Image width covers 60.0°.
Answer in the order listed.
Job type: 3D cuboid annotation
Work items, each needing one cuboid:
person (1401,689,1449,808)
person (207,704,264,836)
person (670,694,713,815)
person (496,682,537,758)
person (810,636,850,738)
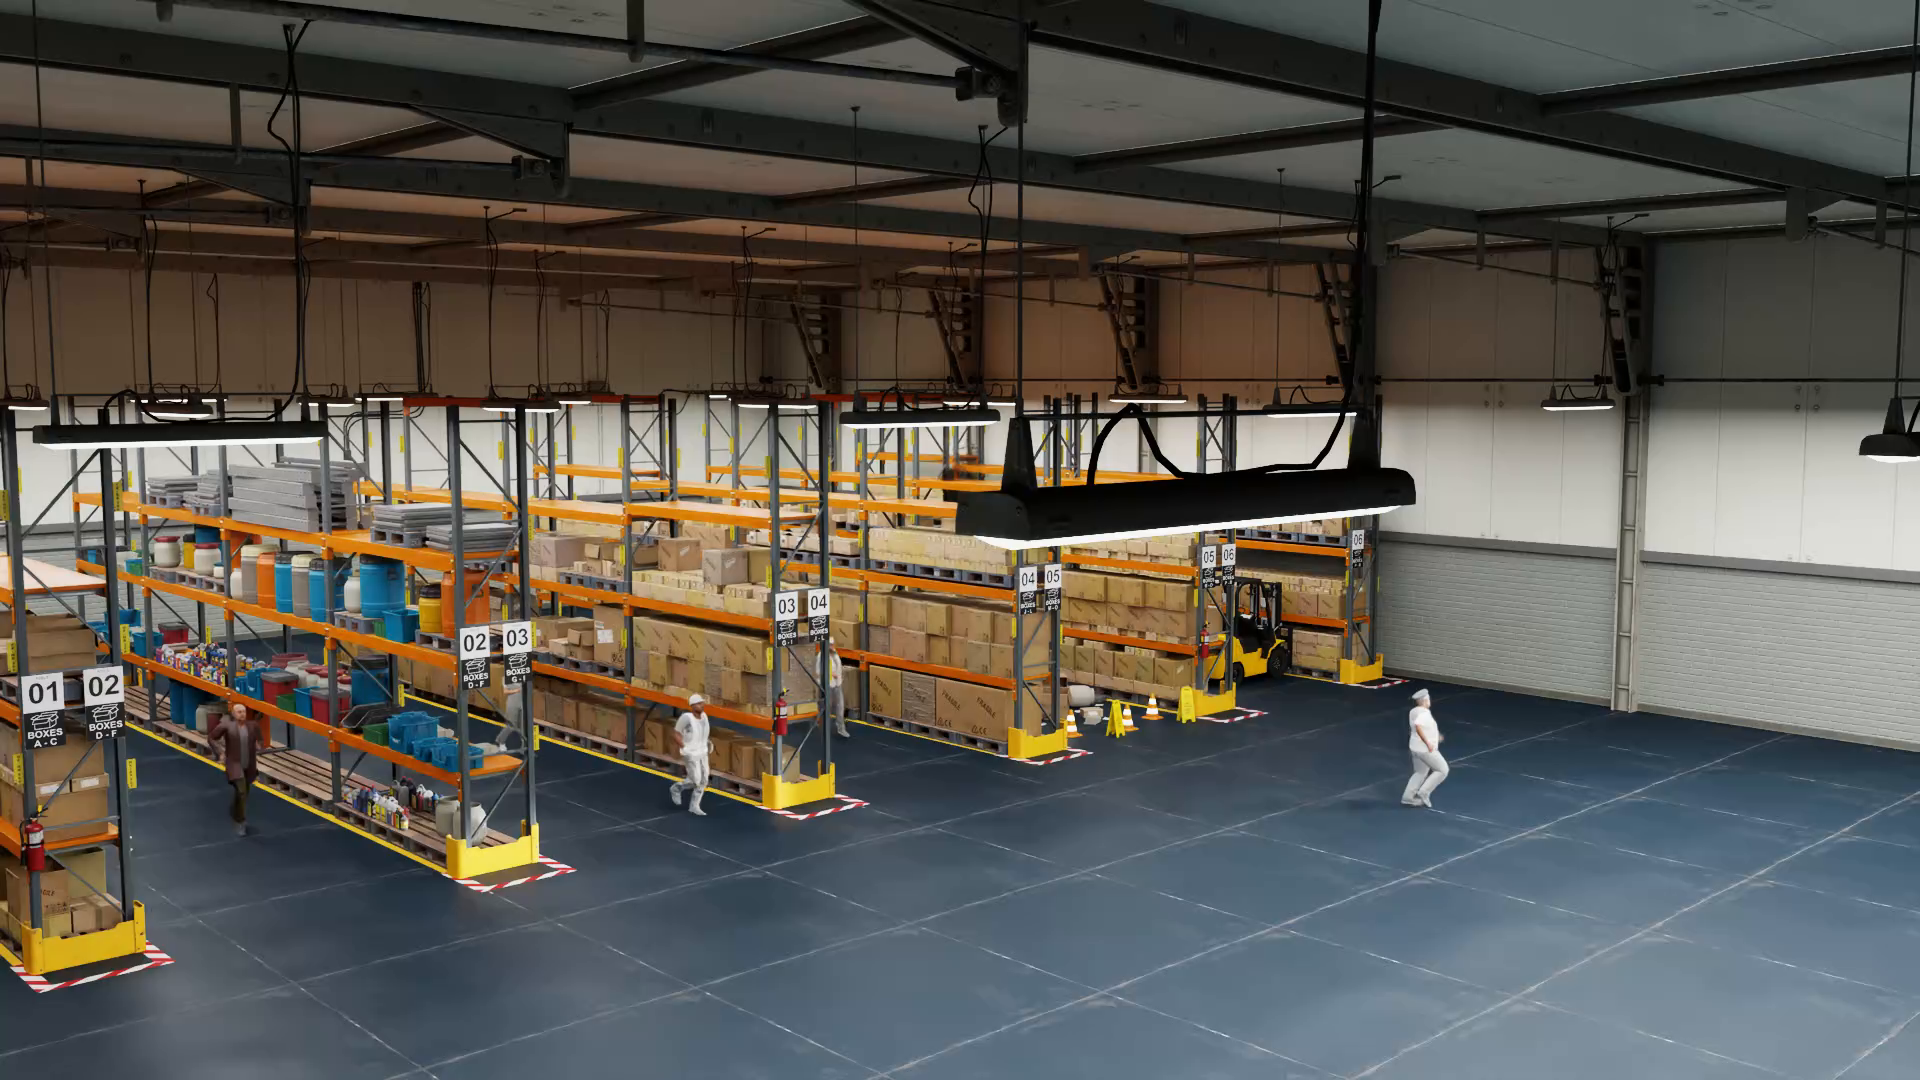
[{"bbox_3d":[6.902,3.091,24.617,0.650,1.771,0.673,-1,6,-9],"label":"person"},{"bbox_3d":[-10.083,3.205,23.305,0.836,1.838,0.678,5,7,40],"label":"person"},{"bbox_3d":[-3.932,3.128,24.388,0.629,1.765,0.700,3,6,31],"label":"person"},{"bbox_3d":[-7.405,2.777,27.765,0.963,1.645,0.572,4,7,38],"label":"person"},{"bbox_3d":[-2.331,2.588,29.606,0.949,1.781,0.661,5,7,42],"label":"person"}]
